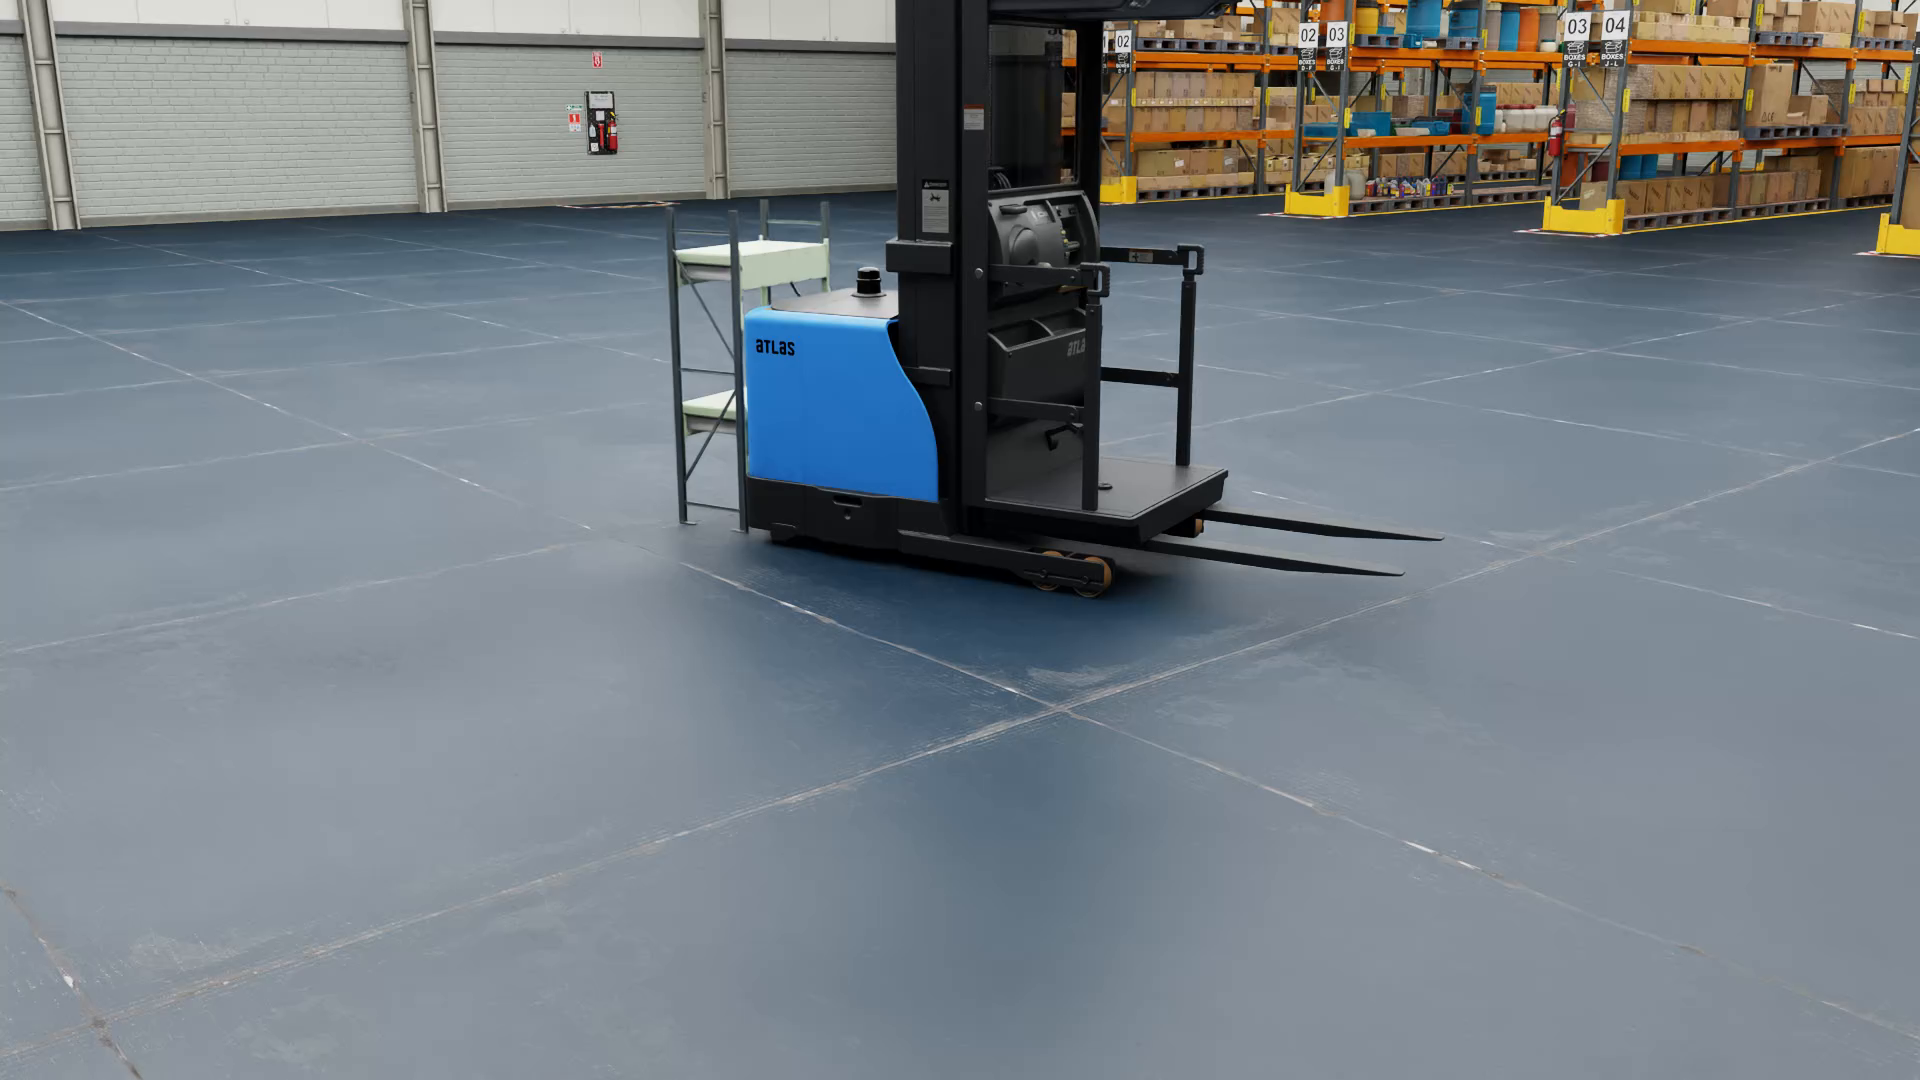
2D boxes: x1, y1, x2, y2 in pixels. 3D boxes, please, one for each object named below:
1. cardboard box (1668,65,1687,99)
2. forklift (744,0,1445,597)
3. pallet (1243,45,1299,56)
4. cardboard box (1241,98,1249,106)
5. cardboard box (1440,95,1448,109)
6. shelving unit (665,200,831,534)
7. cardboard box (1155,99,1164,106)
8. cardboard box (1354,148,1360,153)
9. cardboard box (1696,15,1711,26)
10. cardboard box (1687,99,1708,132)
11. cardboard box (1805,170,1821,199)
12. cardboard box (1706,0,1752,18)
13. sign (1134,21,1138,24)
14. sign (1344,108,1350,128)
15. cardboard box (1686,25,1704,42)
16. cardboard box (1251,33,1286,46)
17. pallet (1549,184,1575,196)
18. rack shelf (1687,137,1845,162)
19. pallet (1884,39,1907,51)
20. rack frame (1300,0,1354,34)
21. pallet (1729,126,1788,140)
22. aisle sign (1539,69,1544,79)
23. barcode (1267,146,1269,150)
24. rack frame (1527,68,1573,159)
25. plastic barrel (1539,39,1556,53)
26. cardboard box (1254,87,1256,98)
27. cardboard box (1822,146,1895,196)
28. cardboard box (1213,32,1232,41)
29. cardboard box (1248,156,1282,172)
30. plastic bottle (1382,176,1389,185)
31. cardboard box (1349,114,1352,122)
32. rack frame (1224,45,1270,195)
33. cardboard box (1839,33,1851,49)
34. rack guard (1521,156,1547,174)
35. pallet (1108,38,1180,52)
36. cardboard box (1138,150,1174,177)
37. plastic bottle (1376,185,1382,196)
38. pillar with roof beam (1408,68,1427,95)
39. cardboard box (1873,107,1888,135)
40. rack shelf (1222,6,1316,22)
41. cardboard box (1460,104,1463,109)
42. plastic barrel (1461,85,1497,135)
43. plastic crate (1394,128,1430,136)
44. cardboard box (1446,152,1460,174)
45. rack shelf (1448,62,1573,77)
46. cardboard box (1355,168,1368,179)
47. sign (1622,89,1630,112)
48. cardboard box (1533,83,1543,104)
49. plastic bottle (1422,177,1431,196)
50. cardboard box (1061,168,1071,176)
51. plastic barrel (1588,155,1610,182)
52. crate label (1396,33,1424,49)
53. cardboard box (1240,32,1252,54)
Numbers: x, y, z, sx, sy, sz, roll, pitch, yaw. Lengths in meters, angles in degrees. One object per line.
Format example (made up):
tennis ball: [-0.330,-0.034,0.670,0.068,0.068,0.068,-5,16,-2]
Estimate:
cardboard box: [10.800,-7.042,25.592,0.500,0.500,0.500,-13,19,-39]
forklift: [0.547,-1.335,7.069,3.031,2.935,1.130,8,17,29]
pallet: [6.623,-10.274,34.957,1.217,0.209,0.805,-14,20,-42]
cardboard box: [5.714,-8.997,34.170,0.250,0.149,0.380,-13,20,-41]
cardboard box: [11.020,-10.206,39.138,0.500,0.500,0.700,-9,17,-31]
shelving unit: [-0.998,-0.864,8.077,0.431,1.500,0.755,8,17,29]
cardboard box: [3.772,-8.561,32.536,0.250,0.149,0.380,-13,19,-39]
cardboard box: [10.545,-10.449,45.084,0.500,0.500,0.700,-13,20,-41]
cardboard box: [11.420,-8.069,25.853,0.250,0.149,0.380,-12,19,-37]
cardboard box: [11.375,-6.781,26.555,0.500,0.500,0.875,-13,19,-39]
cardboard box: [14.991,-6.401,29.892,0.500,0.500,0.700,-14,20,-42]
cardboard box: [12.294,-8.593,26.554,0.500,0.500,0.500,-13,20,-41]
sign: [3.308,-9.888,31.296,0.005,0.325,0.100,-13,19,-39]
sign: [6.555,-7.148,28.162,0.005,0.325,0.100,-13,19,-39]
cardboard box: [11.132,-7.827,25.718,0.500,0.250,0.500,-12,19,-38]
cardboard box: [6.437,-10.447,34.713,0.500,0.250,0.500,-10,18,-34]
pallet: [12.800,-7.272,34.566,1.213,0.211,1.003,-13,19,-39]
rack shelf: [13.975,-6.827,28.890,4.000,0.370,1.077,-13,19,-39]
pallet: [16.776,-9.181,30.861,1.213,0.211,1.003,-12,19,-37]
rack frame: [6.197,-10.021,27.827,0.127,3.000,1.000,-13,19,-39]
pallet: [13.138,-6.844,27.932,1.213,0.211,1.003,-13,19,-39]
aisle sign: [14.877,-12.122,42.283,0.004,0.787,0.394,-13,19,-39]
barcode: [6.432,-8.196,34.751,0.075,0.075,0.001,-13,19,-39]
rack frame: [15.018,-10.798,42.361,0.127,3.000,1.000,-13,19,-39]
plastic barrel: [11.426,-9.599,32.329,0.301,0.262,0.301,0,15,0]
cardboard box: [7.020,-11.174,41.507,0.500,0.250,0.500,-12,19,-39]
cardboard box: [16.695,-6.952,31.268,0.875,0.875,1.225,-13,19,-39]
cardboard box: [5.235,-10.106,33.360,0.250,0.149,0.380,-13,19,-39]
cardboard box: [6.441,-7.932,35.060,0.500,0.311,0.500,-13,19,-39]
plastic bottle: [7.870,-6.573,30.825,0.185,0.351,0.144,-13,20,-40]
cardboard box: [8.680,-9.346,37.100,0.500,0.311,0.500,-11,19,-36]
rack frame: [5.966,-8.765,34.751,0.127,3.000,1.000,-13,19,-39]
cardboard box: [15.286,-8.762,29.217,0.500,0.250,0.500,-13,19,-39]
rack guard: [14.961,-9.577,42.636,0.348,0.500,1.175,-13,19,-39]
pallet: [3.499,-9.609,32.268,1.213,0.211,1.003,-13,19,-39]
cardboard box: [3.875,-7.457,32.915,0.500,0.500,0.500,-13,19,-39]
plastic bottle: [7.704,-6.419,30.539,0.097,0.201,0.097,0,15,0]
pillar with roof beam: [16.059,-14.448,44.400,0.400,9.000,9.100,-13,19,-39]
cardboard box: [16.801,-7.766,30.819,0.500,0.500,0.500,-13,20,-40]
rack shelf: [7.238,-13.103,41.534,4.000,0.370,1.077,-13,19,-39]
cardboard box: [12.210,-10.303,40.316,0.500,0.500,0.500,-12,19,-38]
plastic barrel: [9.705,-8.049,31.098,0.708,0.901,0.600,-13,19,-39]
plastic crate: [8.156,-7.348,29.958,0.437,0.136,0.530,-13,19,-39]
cardboard box: [11.438,-8.903,39.261,0.500,0.500,0.500,-13,19,-39]
rack shelf: [13.510,-11.561,40.799,4.000,0.370,1.077,-13,19,-39]
cardboard box: [8.747,-8.180,37.077,0.500,0.250,0.500,-12,19,-38]
sign: [9.805,-6.471,24.485,0.005,0.325,0.100,-13,19,-39]
cardboard box: [14.095,-11.026,41.084,0.500,0.500,0.500,-12,19,-38]
plastic bottle: [8.530,-6.480,30.479,0.185,0.351,0.144,-13,20,-40]
cardboard box: [2.327,-8.476,38.307,0.380,0.166,0.250,13,20,40]
plastic barrel: [13.442,-7.793,34.971,0.708,0.588,0.600,-13,19,-39]
crate label: [7.826,-8.752,29.180,0.408,0.251,0.502,-13,19,-39]
cardboard box: [6.848,-12.401,41.504,0.500,0.500,0.700,-11,19,-37]
